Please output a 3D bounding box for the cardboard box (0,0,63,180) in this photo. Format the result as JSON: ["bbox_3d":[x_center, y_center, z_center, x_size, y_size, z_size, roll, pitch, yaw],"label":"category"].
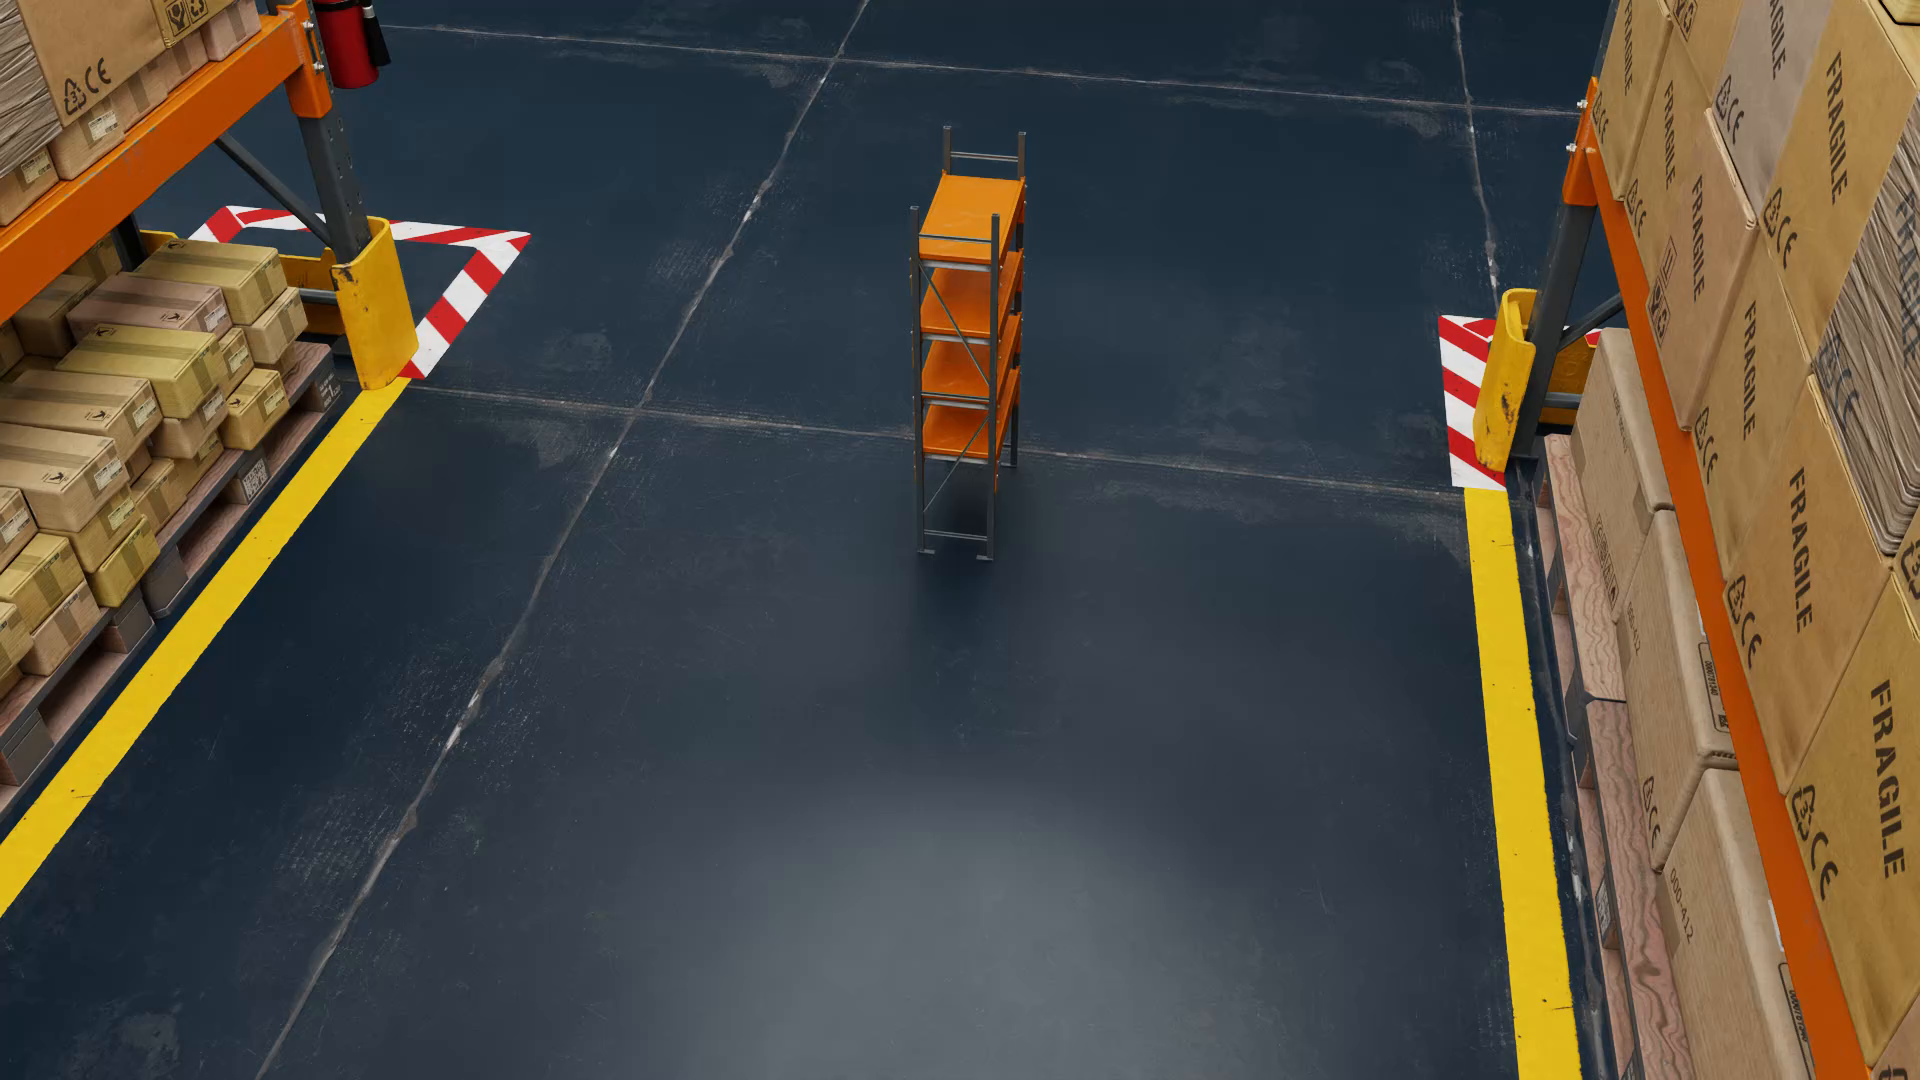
[{"bbox_3d":[-2.565,-1.100,3.915,0.500,0.500,0.500,7,40,8],"label":"cardboard box"}]

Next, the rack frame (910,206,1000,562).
[{"bbox_3d":[-0.014,-0.413,4.808,0.240,1.200,0.015,6,40,8],"label":"rack frame"}]

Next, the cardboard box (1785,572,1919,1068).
[{"bbox_3d":[1.544,0.412,2.319,0.500,0.500,0.500,5,40,7],"label":"cardboard box"}]

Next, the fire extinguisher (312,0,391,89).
[{"bbox_3d":[-2.071,-1.833,5.467,0.296,0.674,0.183,6,40,8],"label":"fire extinguisher"}]

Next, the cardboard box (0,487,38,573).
[{"bbox_3d":[-2.684,-0.020,4.362,0.380,0.149,0.250,5,40,6],"label":"cardboard box"}]

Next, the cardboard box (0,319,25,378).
[{"bbox_3d":[-3.093,-0.570,5.027,0.380,0.149,0.250,6,40,8],"label":"cardboard box"}]

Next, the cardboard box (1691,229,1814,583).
[{"bbox_3d":[1.722,-0.232,3.098,0.500,0.500,0.500,8,40,9],"label":"cardboard box"}]

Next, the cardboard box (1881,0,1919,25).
[{"bbox_3d":[1.680,-0.930,2.649,0.380,0.149,0.250,5,40,7],"label":"cardboard box"}]

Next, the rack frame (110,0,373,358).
[{"bbox_3d":[-2.569,-1.900,5.194,1.000,3.000,0.127,6,40,8],"label":"rack frame"}]

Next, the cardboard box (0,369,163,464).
[{"bbox_3d":[-2.538,-0.348,4.758,0.380,0.149,0.250,5,40,6],"label":"cardboard box"}]

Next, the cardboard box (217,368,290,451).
[{"bbox_3d":[-2.399,-0.437,5.332,0.380,0.149,0.250,8,40,9],"label":"cardboard box"}]

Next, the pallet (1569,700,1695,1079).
[{"bbox_3d":[2.049,0.931,3.958,1.003,0.211,1.213,6,40,8],"label":"pallet"}]

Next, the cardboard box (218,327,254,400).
[{"bbox_3d":[-2.477,-0.557,5.243,0.380,0.149,0.250,6,40,7],"label":"cardboard box"}]

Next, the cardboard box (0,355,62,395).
[{"bbox_3d":[-2.970,-0.448,5.112,0.380,0.149,0.250,7,40,8],"label":"cardboard box"}]

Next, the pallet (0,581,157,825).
[{"bbox_3d":[-2.971,0.492,4.489,1.003,0.211,1.213,6,40,8],"label":"pallet"}]

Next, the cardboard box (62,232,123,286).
[{"bbox_3d":[-2.994,-0.901,5.426,0.380,0.149,0.250,5,40,6],"label":"cardboard box"}]

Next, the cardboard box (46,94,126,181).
[{"bbox_3d":[-2.476,-1.093,4.415,0.380,0.149,0.250,7,40,9],"label":"cardboard box"}]

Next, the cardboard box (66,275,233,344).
[{"bbox_3d":[-2.511,-0.680,5.160,0.380,0.149,0.250,7,40,9],"label":"cardboard box"}]

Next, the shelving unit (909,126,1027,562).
[{"bbox_3d":[0.029,-0.566,4.993,0.258,1.200,0.503,6,40,8],"label":"shelving unit"}]

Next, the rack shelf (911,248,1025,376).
[{"bbox_3d":[0.029,-0.687,4.894,0.258,0.148,0.480,6,40,8],"label":"rack shelf"}]

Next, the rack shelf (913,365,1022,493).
[{"bbox_3d":[0.029,-0.361,5.163,0.258,0.148,0.480,6,40,8],"label":"rack shelf"}]

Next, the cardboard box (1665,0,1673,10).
[{"bbox_3d":[1.961,-1.571,3.933,0.500,0.500,0.500,6,40,7],"label":"cardboard box"}]

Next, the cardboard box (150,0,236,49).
[{"bbox_3d":[-2.393,-1.742,4.691,0.500,0.500,0.500,7,40,9],"label":"cardboard box"}]

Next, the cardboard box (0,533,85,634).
[{"bbox_3d":[-2.607,0.097,4.453,0.380,0.149,0.250,8,40,10],"label":"cardboard box"}]

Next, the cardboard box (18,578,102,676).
[{"bbox_3d":[-2.609,0.212,4.547,0.380,0.149,0.250,7,40,9],"label":"cardboard box"}]

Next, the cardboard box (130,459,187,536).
[{"bbox_3d":[-2.560,-0.124,4.954,0.380,0.149,0.250,7,40,8],"label":"cardboard box"}]

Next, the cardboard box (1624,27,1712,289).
[{"bbox_3d":[1.898,-0.866,3.864,0.500,0.500,0.500,6,40,7],"label":"cardboard box"}]

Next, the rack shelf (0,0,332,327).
[{"bbox_3d":[-2.915,-0.367,3.905,1.077,0.370,4.000,6,40,8],"label":"rack shelf"}]

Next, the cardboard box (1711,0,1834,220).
[{"bbox_3d":[1.797,-0.922,3.148,0.500,0.500,0.500,6,40,7],"label":"cardboard box"}]

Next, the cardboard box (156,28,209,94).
[{"bbox_3d":[-2.427,-1.415,4.805,0.380,0.149,0.250,6,40,8],"label":"cardboard box"}]

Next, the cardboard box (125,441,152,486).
[{"bbox_3d":[-2.615,-0.231,4.850,0.380,0.149,0.250,6,40,7],"label":"cardboard box"}]

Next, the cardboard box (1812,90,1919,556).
[{"bbox_3d":[1.616,-0.295,2.390,0.500,0.500,0.500,7,40,8],"label":"cardboard box"}]

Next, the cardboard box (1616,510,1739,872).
[{"bbox_3d":[2.158,0.409,4.083,0.875,0.438,0.875,7,40,9],"label":"cardboard box"}]

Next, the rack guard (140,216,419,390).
[{"bbox_3d":[-2.582,-0.889,5.932,1.175,0.500,0.348,6,40,8],"label":"rack guard"}]

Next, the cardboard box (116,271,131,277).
[{"bbox_3d":[-2.912,-0.777,5.510,0.380,0.149,0.250,8,40,10],"label":"cardboard box"}]
